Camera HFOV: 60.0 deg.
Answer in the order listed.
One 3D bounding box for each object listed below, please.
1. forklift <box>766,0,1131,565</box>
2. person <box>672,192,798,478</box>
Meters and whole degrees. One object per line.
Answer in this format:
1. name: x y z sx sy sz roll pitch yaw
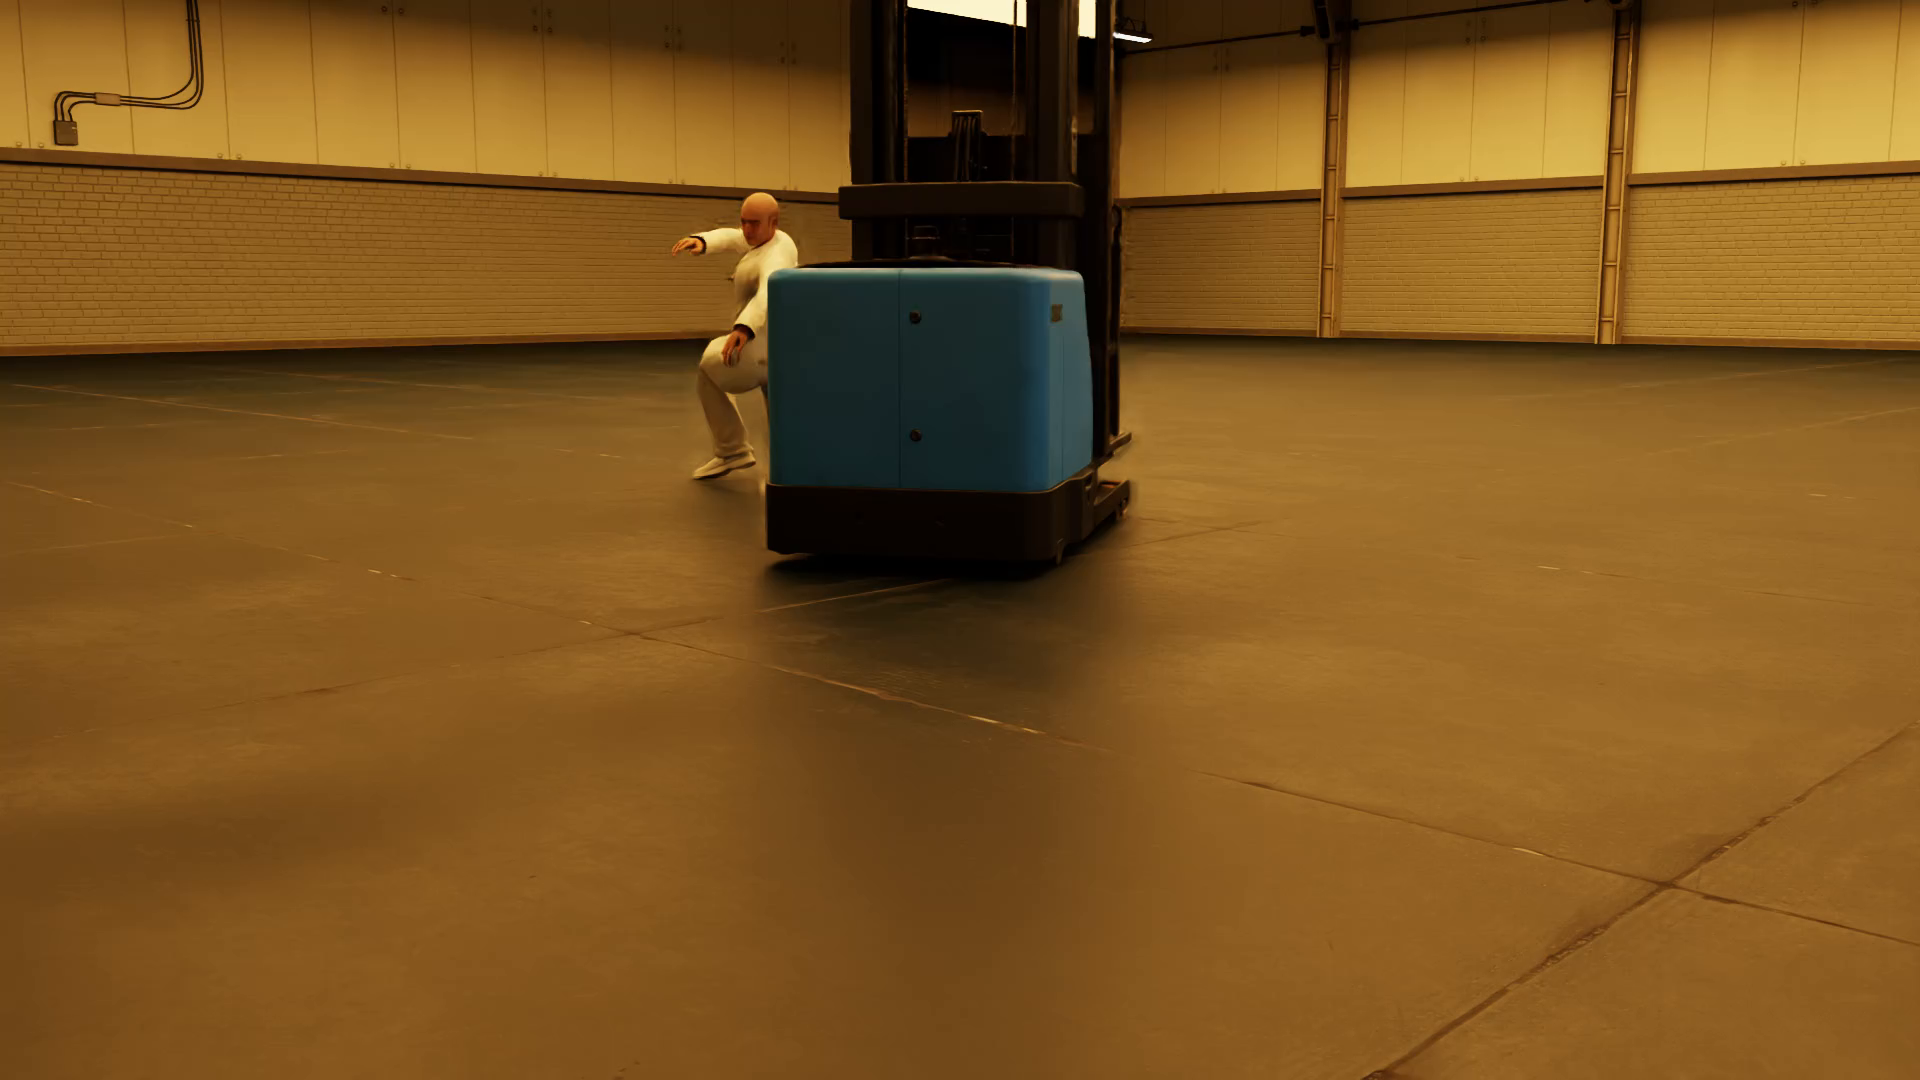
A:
1. forklift: 0.142 -1.538 7.086 1.130 2.935 3.031 2 9 13
2. person: -1.115 -0.996 8.430 1.048 1.497 0.877 7 11 39
